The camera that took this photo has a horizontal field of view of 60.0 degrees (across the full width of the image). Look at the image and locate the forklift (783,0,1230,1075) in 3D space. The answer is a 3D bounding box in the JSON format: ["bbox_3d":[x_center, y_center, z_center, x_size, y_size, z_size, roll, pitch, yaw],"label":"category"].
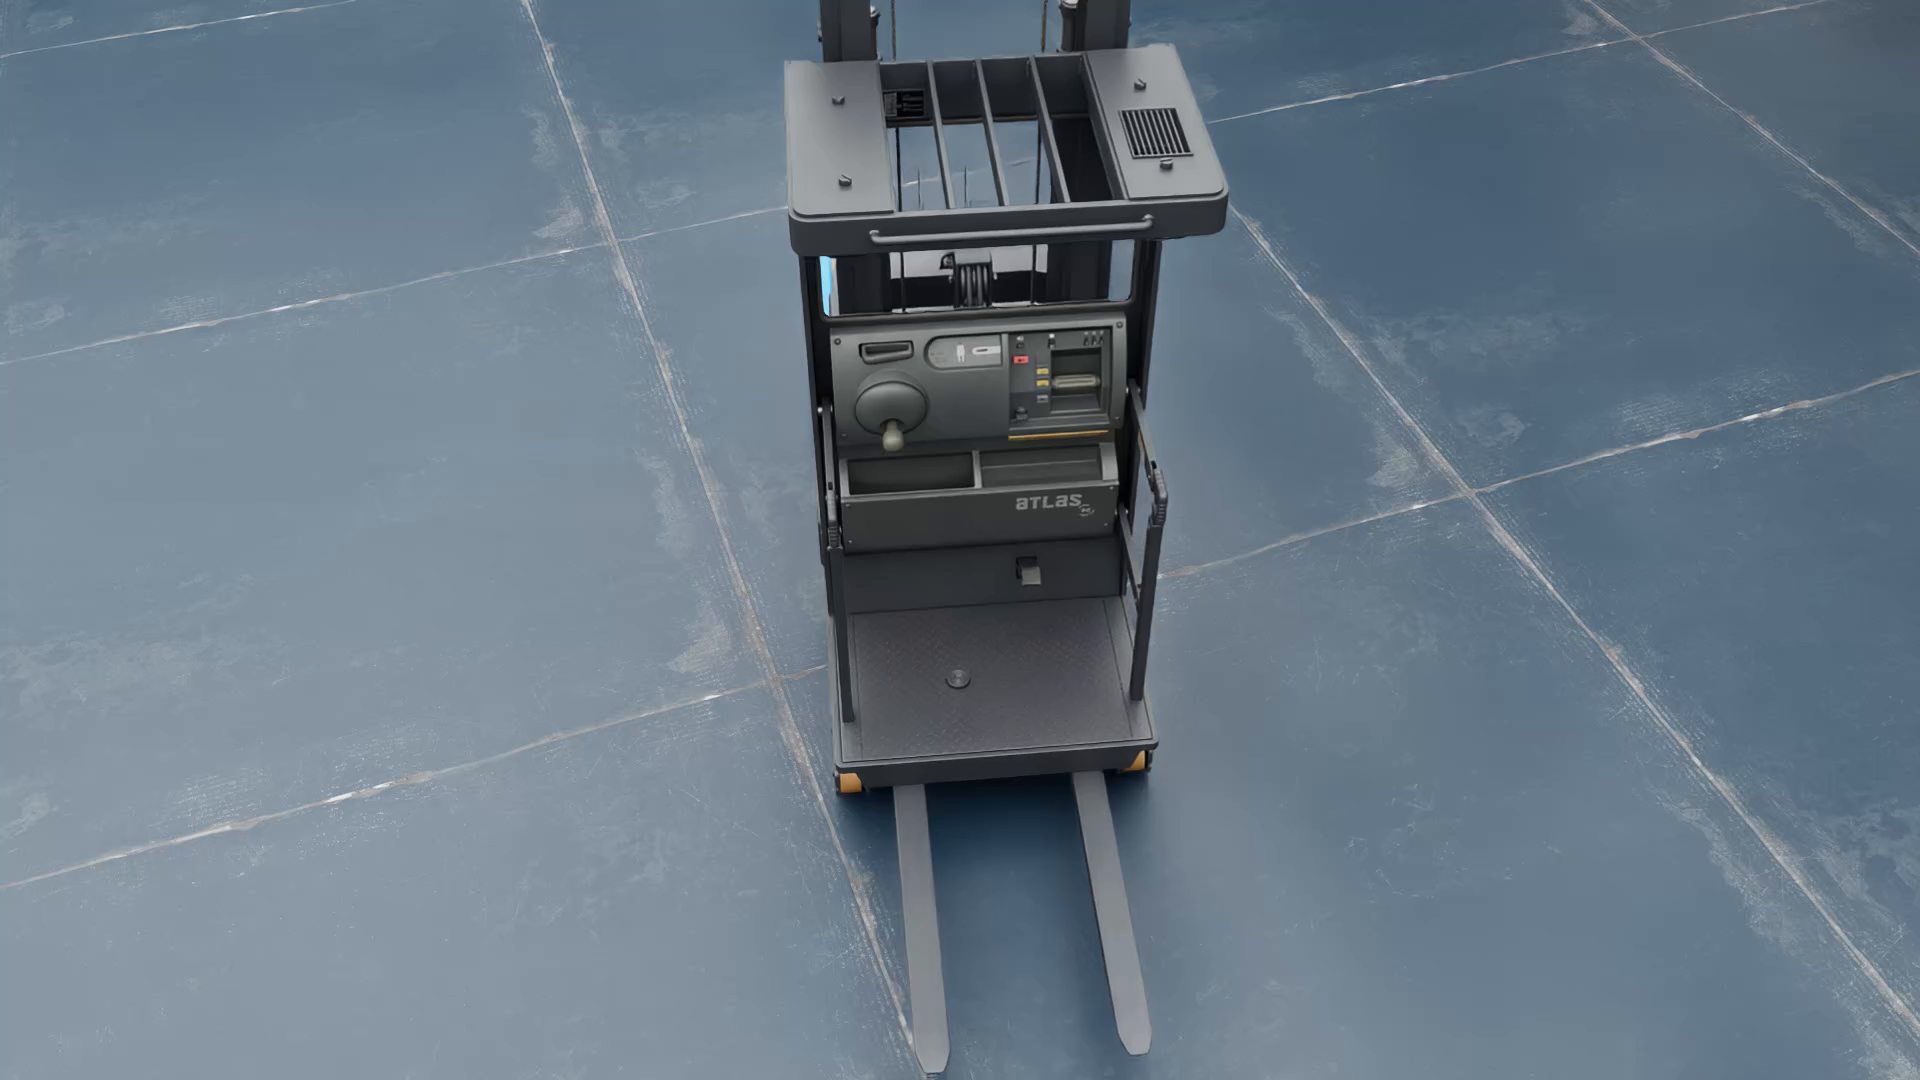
[{"bbox_3d":[0.085,-0.402,5.081,1.130,2.935,3.031,-4,45,-4],"label":"forklift"}]

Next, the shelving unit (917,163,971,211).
[{"bbox_3d":[-0.062,-0.965,6.864,0.189,1.200,0.258,-4,45,-4],"label":"shelving unit"}]

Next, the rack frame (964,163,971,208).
[{"bbox_3d":[0.029,-0.971,6.870,0.006,1.200,0.240,-4,45,-4],"label":"rack frame"}]

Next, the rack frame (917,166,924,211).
[{"bbox_3d":[-0.153,-0.958,6.858,0.006,1.200,0.240,-4,45,-4],"label":"rack frame"}]
